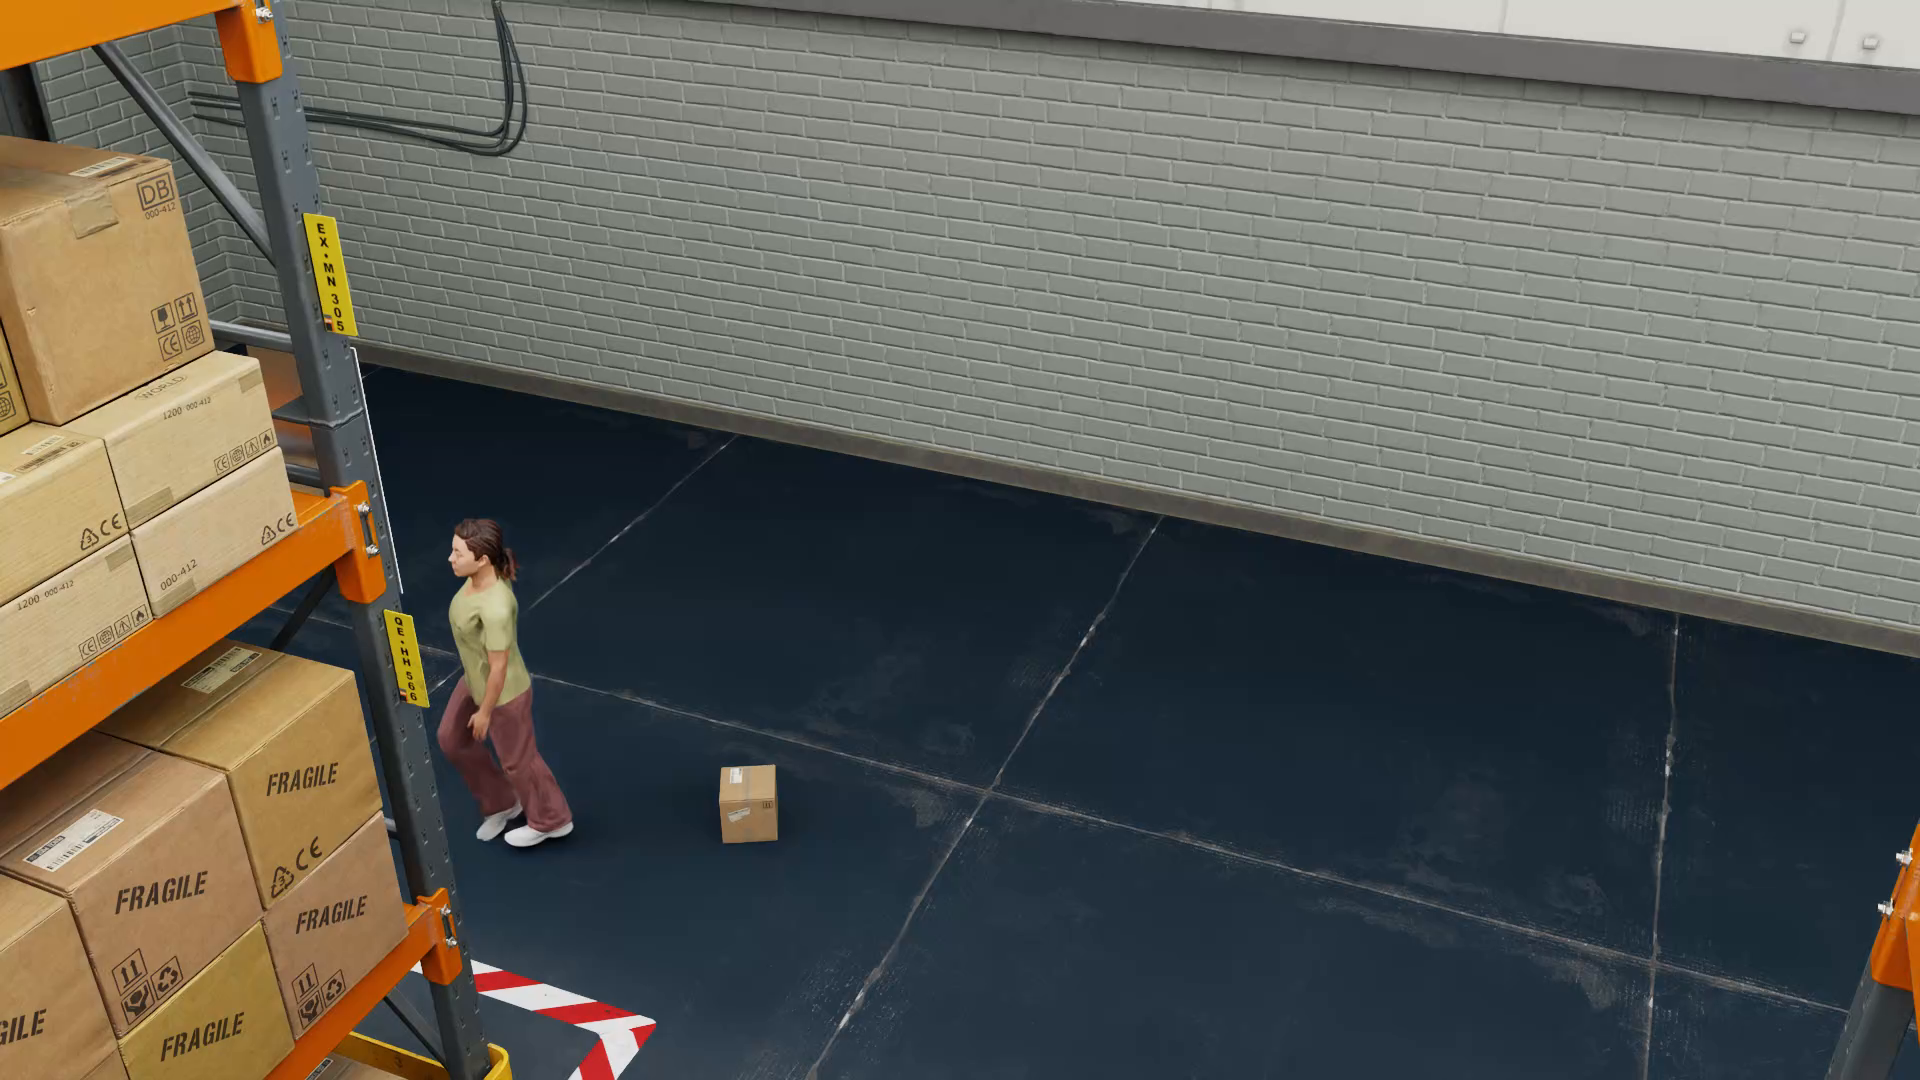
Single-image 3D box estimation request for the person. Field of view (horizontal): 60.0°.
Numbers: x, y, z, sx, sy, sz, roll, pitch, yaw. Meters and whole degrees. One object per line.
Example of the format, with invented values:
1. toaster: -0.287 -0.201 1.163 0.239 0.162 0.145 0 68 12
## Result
1. person: -2.028 0.672 7.217 0.506 1.711 0.485 -13 32 -22
